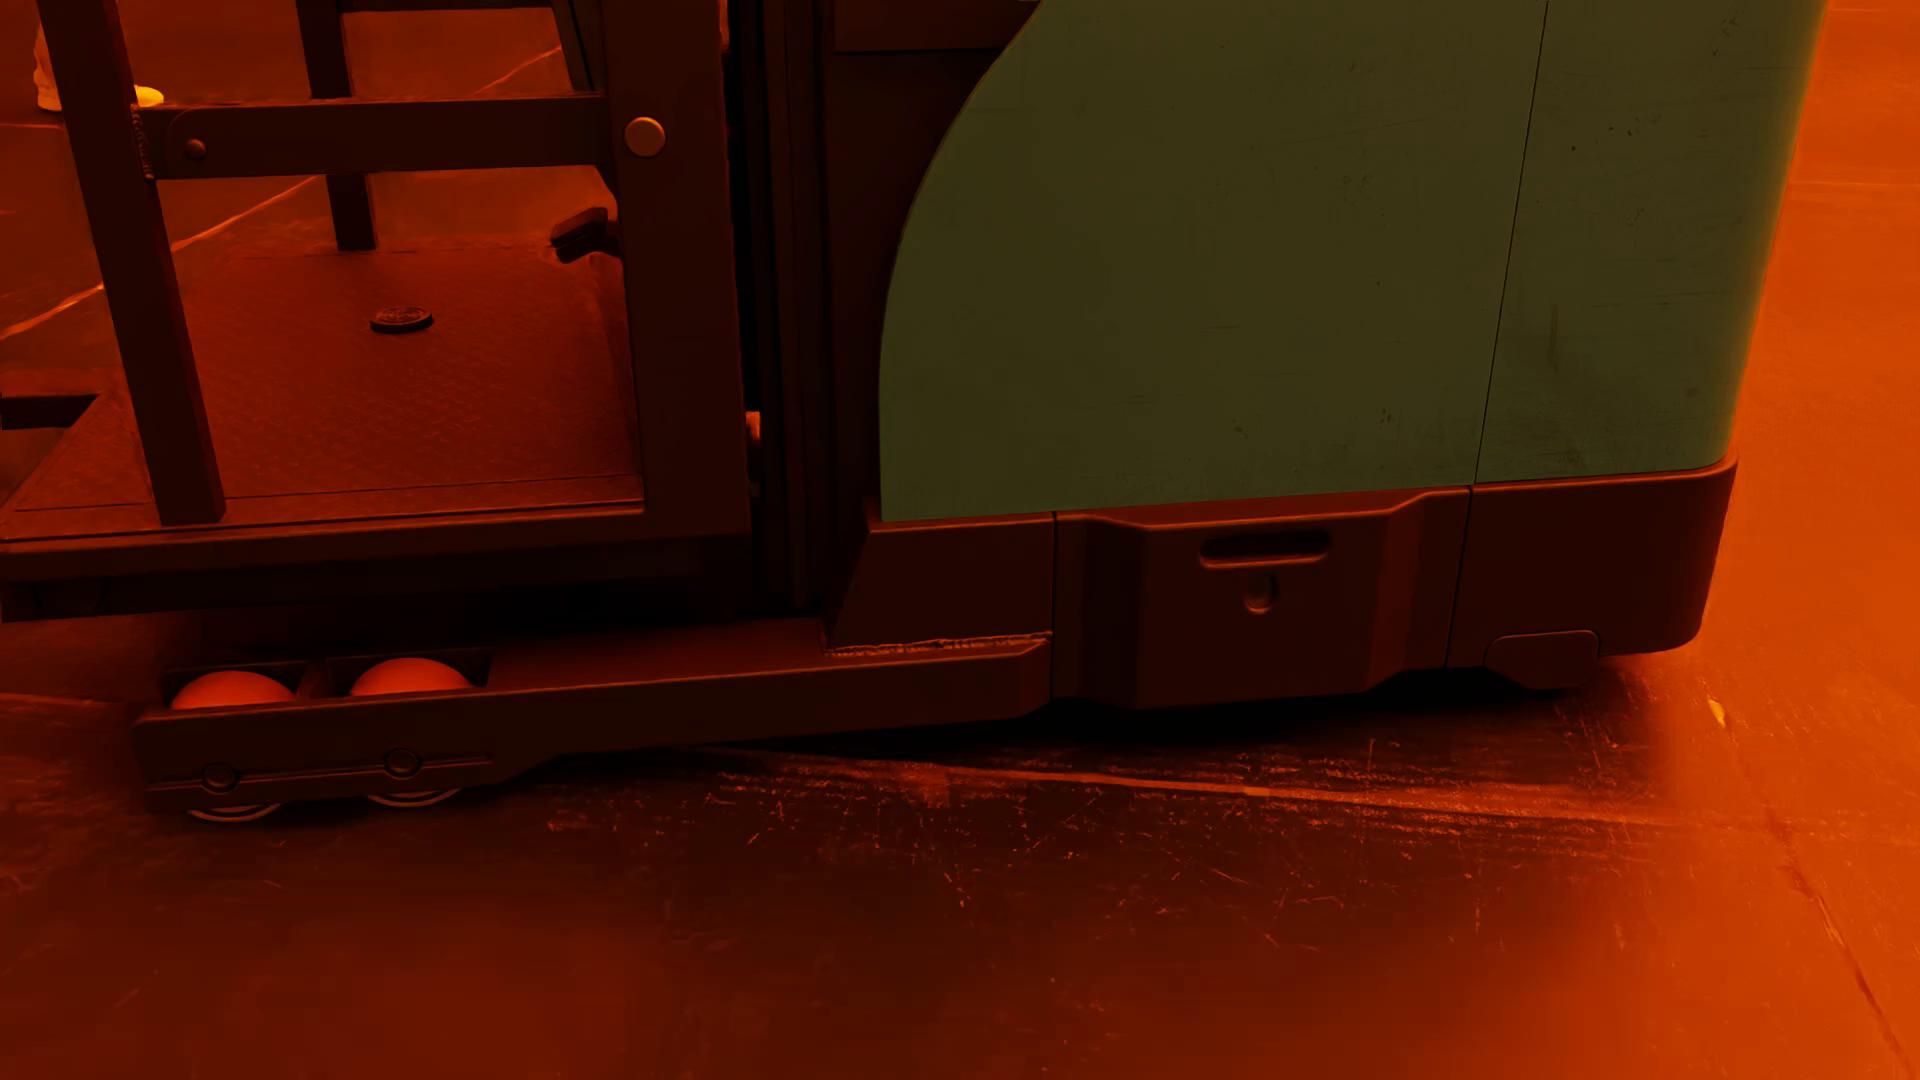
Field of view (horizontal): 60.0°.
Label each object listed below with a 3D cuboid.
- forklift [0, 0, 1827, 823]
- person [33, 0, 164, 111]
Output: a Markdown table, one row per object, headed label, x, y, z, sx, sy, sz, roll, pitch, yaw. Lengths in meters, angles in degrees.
| label | x | y | z | sx | sy | sz | roll | pitch | yaw |
| --- | --- | --- | --- | --- | --- | --- | --- | --- | --- |
| forklift | -0.610 | -1.248 | 1.718 | 3.031 | 2.935 | 1.130 | -4 | 27 | -8 |
| person | -2.825 | -1.973 | 4.584 | 0.942 | 1.684 | 0.574 | -23 | 35 | -39 |
